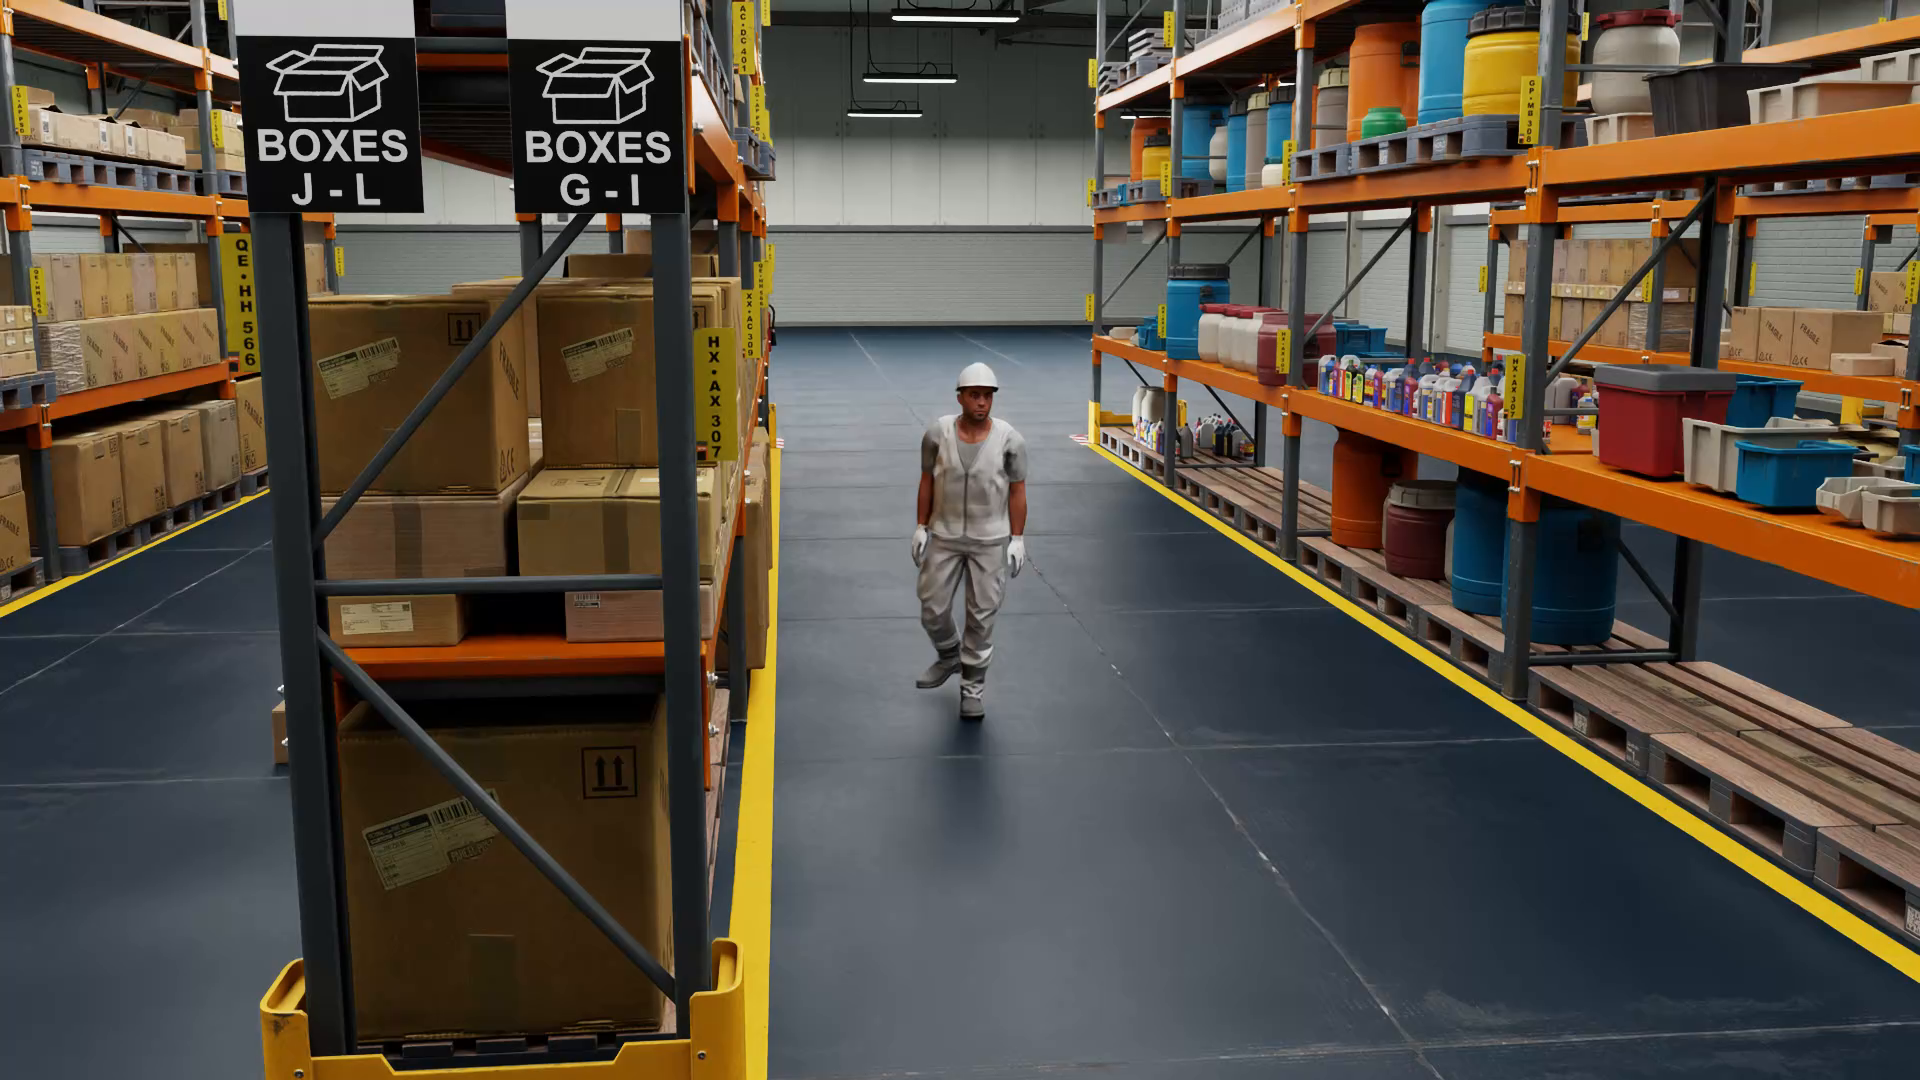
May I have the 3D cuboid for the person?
[{"bbox_3d":[0.044,-0.001,8.313,0.588,1.777,0.558,1,10,5],"label":"person"}]
